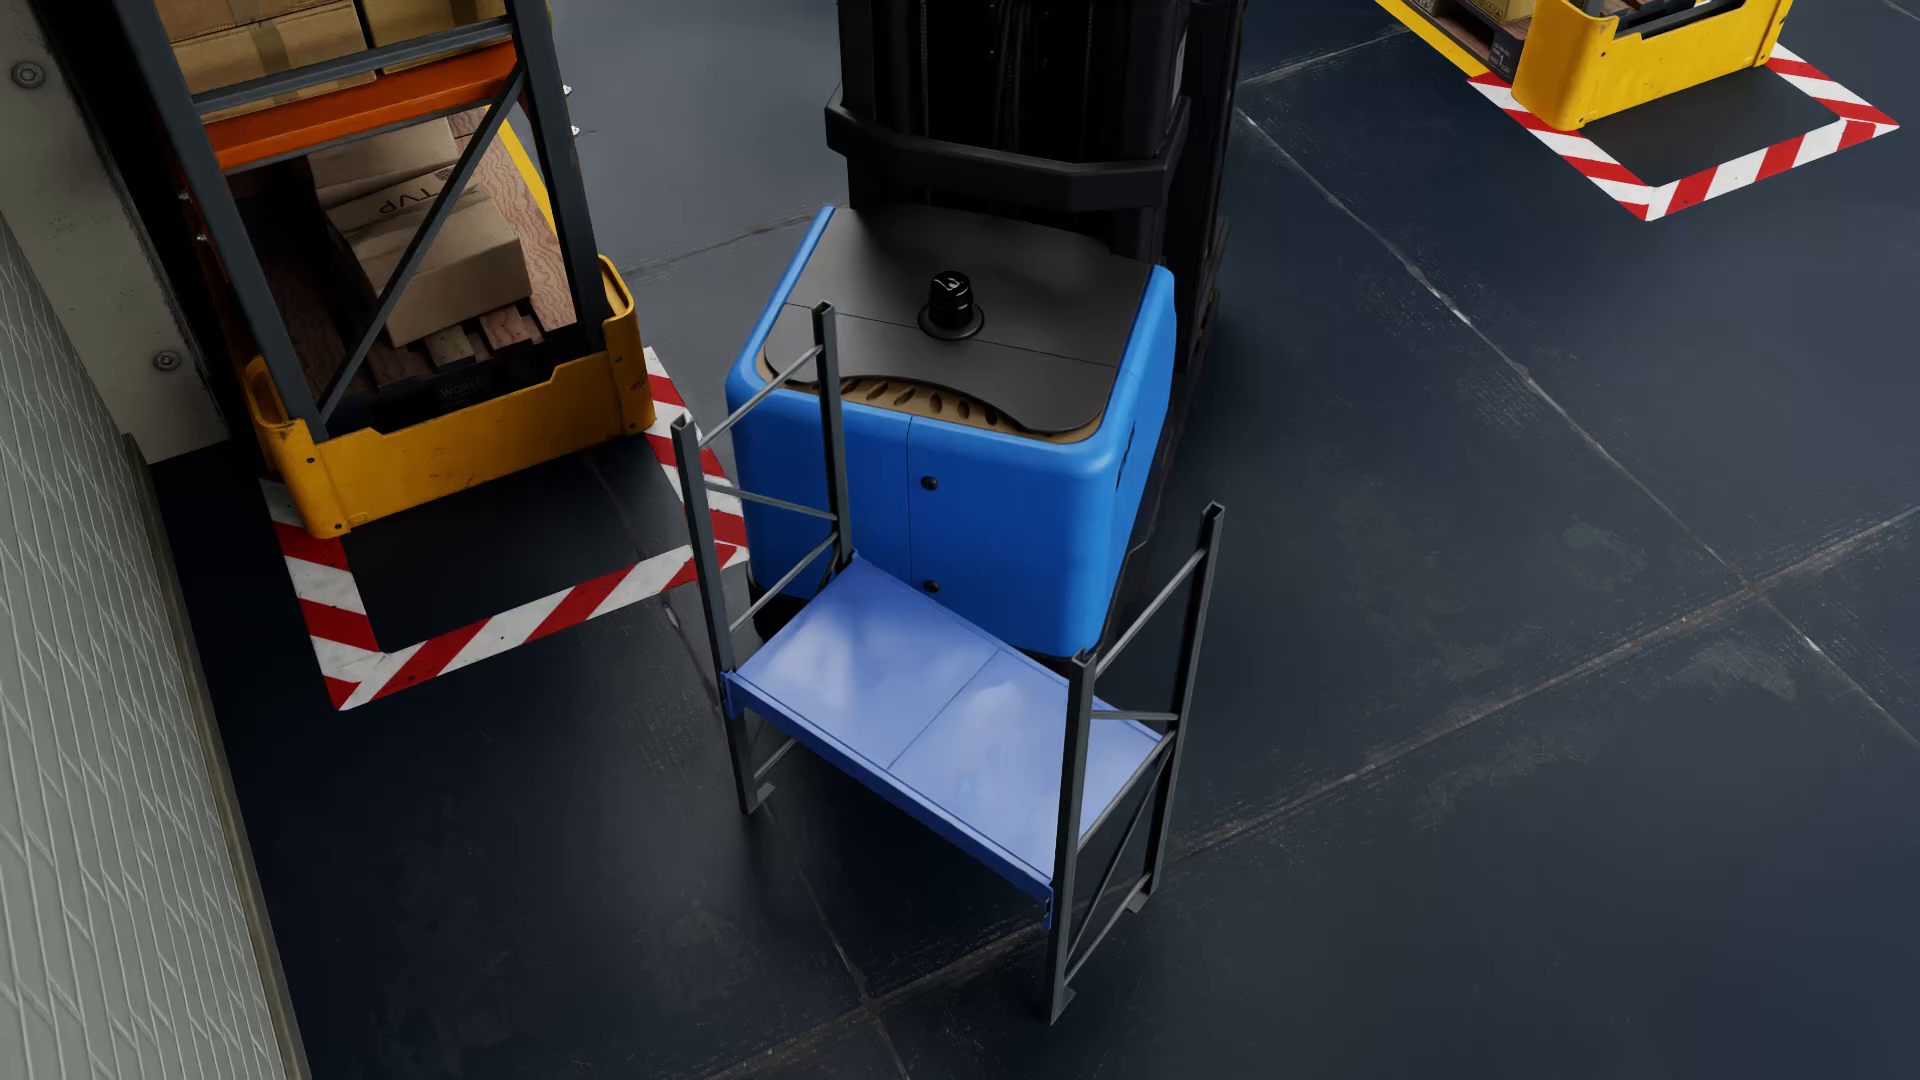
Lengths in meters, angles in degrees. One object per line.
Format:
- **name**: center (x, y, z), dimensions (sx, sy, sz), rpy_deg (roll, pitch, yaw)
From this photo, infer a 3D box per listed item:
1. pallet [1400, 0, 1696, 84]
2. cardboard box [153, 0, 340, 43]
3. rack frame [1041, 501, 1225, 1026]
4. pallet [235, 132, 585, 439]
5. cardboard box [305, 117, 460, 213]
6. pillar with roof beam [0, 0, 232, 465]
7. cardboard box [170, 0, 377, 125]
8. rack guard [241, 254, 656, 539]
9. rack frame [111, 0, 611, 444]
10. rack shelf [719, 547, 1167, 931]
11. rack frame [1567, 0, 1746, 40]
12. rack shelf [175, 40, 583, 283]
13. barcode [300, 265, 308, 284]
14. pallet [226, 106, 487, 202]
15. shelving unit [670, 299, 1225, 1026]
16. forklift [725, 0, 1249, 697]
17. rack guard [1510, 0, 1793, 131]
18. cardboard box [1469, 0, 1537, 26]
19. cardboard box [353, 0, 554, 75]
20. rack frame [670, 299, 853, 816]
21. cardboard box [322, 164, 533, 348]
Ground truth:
- **pallet**: center (2.448, -2.526, 7.319), dimensions (1.003, 0.211, 1.213), rpy_deg (-21, 52, -18)
- **cardboard box**: center (-1.972, -1.684, 4.318), dimensions (0.500, 0.500, 0.500), rpy_deg (-22, 52, -18)
- **rack frame**: center (0.367, 0.572, 3.753), dimensions (0.032, 1.500, 0.500), rpy_deg (30, 55, 23)
- **pallet**: center (-1.942, -0.926, 5.920), dimensions (1.003, 0.211, 1.213), rpy_deg (-21, 52, -18)
- **cardboard box**: center (-2.065, -1.373, 5.952), dimensions (0.500, 0.311, 0.500), rpy_deg (-17, 51, -15)
- **pillar with roof beam**: center (1.171, -4.866, 3.528), dimensions (9.100, 9.000, 0.400), rpy_deg (-21, 52, -18)
- **cardboard box**: center (-1.954, -1.441, 4.604), dimensions (0.500, 0.250, 0.500), rpy_deg (-20, 52, -17)
- **rack guard**: center (-1.602, -0.466, 5.325), dimensions (1.175, 0.500, 0.348), rpy_deg (-21, 52, -18)
- **rack frame**: center (-1.567, -1.238, 4.340), dimensions (1.000, 3.000, 0.127), rpy_deg (-21, 52, -18)
- **rack shelf**: center (-0.038, 0.459, 4.091), dimensions (1.000, 0.185, 0.538), rpy_deg (30, 55, 23)
- **rack frame**: center (2.836, -2.946, 5.834), dimensions (1.000, 3.000, 0.127), rpy_deg (-21, 52, -18)
- **rack shelf**: center (-2.483, -2.339, 5.781), dimensions (1.077, 0.370, 4.000), rpy_deg (-21, 52, -18)
- **barcode**: center (-2.168, -0.869, 5.505), dimensions (0.001, 0.075, 0.075), rpy_deg (-21, 52, -18)
- **pallet**: center (-2.497, -1.742, 6.633), dimensions (1.003, 0.211, 1.213), rpy_deg (-21, 52, -18)
- **shelving unit**: center (-0.038, 0.341, 3.955), dimensions (1.048, 1.500, 0.538), rpy_deg (30, 55, 23)
- **forklift**: center (0.286, -1.612, 4.713), dimensions (1.130, 2.935, 3.031), rpy_deg (12, 50, 11)
- **rack guard**: center (2.847, -2.107, 6.761), dimensions (1.175, 0.500, 0.348), rpy_deg (-21, 52, -18)
- **cardboard box**: center (2.327, -2.437, 6.936), dimensions (0.500, 0.250, 0.500), rpy_deg (-21, 52, -18)
- **cardboard box**: center (-1.508, -1.631, 4.770), dimensions (0.500, 0.250, 0.500), rpy_deg (-23, 53, -19)
- **rack frame**: center (-0.444, 0.110, 4.158), dimensions (0.032, 1.500, 0.500), rpy_deg (30, 55, 23)
- **cardboard box**: center (-1.804, -0.991, 5.618), dimensions (0.500, 0.311, 0.500), rpy_deg (-27, 54, -21)
